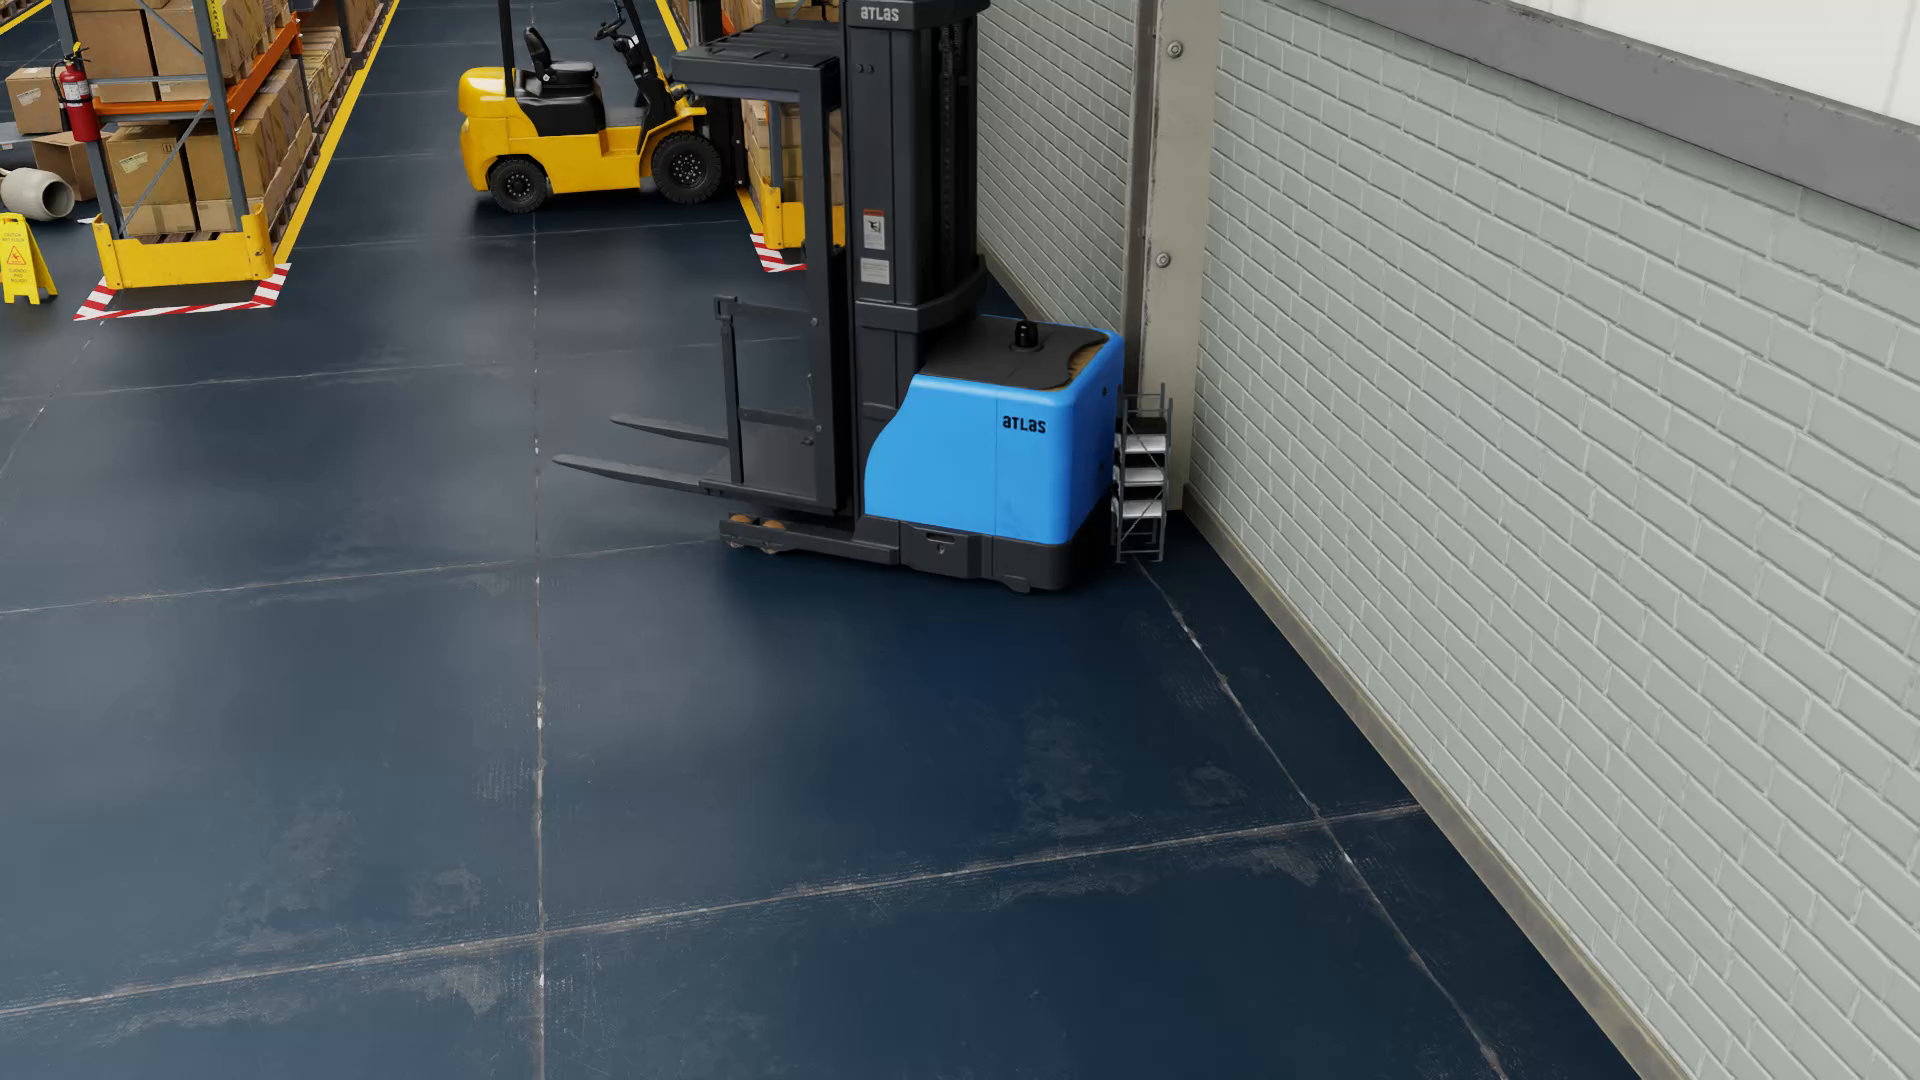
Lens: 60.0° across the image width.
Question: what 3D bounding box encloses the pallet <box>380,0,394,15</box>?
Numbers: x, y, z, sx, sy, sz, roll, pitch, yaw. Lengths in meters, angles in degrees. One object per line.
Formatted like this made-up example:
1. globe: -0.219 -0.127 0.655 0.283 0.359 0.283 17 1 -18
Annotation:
1. pallet: -8.655 -7.679 23.730 1.003 0.211 1.213 -6 27 -12

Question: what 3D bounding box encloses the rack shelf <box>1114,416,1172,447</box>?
1. rack shelf: 0.913 -0.545 8.305 0.258 0.077 0.200 -2 27 -3

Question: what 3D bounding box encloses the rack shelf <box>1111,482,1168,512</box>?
1. rack shelf: 0.913 -0.223 8.468 0.258 0.077 0.200 -2 27 -3

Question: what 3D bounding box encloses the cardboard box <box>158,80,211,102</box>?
1. cardboard box: -5.730 -3.372 12.381 0.380 0.149 0.250 -6 27 -11

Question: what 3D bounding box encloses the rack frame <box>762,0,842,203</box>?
1. rack frame: -1.020 -3.820 12.989 1.000 3.000 0.127 -6 27 -12

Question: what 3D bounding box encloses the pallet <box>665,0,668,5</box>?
1. pallet: -3.878 -8.145 24.652 1.003 0.211 1.213 -6 27 -12

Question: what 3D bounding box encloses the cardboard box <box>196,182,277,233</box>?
1. cardboard box: -5.768 -2.656 13.270 0.500 0.250 0.500 -6 27 -12

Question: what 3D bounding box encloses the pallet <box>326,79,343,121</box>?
1. pallet: -7.212 -4.704 17.835 1.003 0.211 1.213 -6 27 -12

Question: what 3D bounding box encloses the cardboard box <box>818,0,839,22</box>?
1. cardboard box: -0.861 -4.110 13.453 0.500 0.500 0.500 -5 27 -10

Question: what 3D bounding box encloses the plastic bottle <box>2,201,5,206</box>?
1. plastic bottle: -8.293 -3.002 14.629 0.133 0.061 0.283 -1 27 -3

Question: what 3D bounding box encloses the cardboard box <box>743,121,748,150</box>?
1. cardboard box: -1.674 -3.631 14.645 0.500 0.250 0.500 -7 28 -13

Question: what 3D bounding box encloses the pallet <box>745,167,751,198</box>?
1. pallet: -1.505 -3.441 15.333 1.003 0.211 1.213 -6 27 -12

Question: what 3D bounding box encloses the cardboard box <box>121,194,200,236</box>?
1. cardboard box: -6.305 -2.612 13.182 0.500 0.250 0.500 -6 27 -12

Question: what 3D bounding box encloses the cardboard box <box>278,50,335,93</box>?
1. cardboard box: -7.201 -4.935 17.649 0.950 0.372 0.625 -5 27 -10

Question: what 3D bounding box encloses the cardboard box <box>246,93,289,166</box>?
1. cardboard box: -6.001 -3.452 14.013 0.500 0.500 0.500 -5 27 -11

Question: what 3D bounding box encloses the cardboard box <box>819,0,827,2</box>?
1. cardboard box: -0.962 -4.431 13.370 0.380 0.149 0.250 -6 27 -12

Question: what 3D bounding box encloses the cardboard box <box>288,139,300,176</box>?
1. cardboard box: -6.122 -3.342 14.627 0.500 0.250 0.500 -6 27 -11

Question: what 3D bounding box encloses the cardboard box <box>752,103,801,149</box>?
1. cardboard box: -1.428 -3.397 13.627 0.500 0.250 0.500 -5 27 -10

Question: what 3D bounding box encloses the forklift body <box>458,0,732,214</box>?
1. forklift body: -3.225 -4.088 14.463 2.313 2.155 1.214 -6 27 -12

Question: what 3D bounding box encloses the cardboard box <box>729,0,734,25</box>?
1. cardboard box: -1.827 -4.950 15.117 0.500 0.500 0.500 -6 27 -12

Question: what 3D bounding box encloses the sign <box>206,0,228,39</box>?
1. sign: -5.327 -3.756 11.902 0.100 0.325 0.005 -6 27 -12

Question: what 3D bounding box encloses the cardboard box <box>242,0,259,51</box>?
1. cardboard box: -5.928 -4.178 13.258 0.500 0.500 0.500 -6 27 -13

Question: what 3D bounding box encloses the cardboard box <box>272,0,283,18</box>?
1. cardboard box: -6.292 -4.853 14.594 0.500 0.500 0.500 -5 27 -10

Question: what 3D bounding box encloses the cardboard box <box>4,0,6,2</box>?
1. cardboard box: -13.401 -7.470 22.918 0.380 0.149 0.250 -7 28 -13

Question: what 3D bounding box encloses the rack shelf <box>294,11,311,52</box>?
1. rack shelf: -7.208 -5.627 17.368 1.077 0.370 4.000 -6 27 -12

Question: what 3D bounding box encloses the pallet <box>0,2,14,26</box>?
1. pallet: -13.545 -7.082 22.546 1.003 0.211 1.213 -6 27 -12

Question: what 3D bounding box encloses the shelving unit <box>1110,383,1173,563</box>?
1. shelving unit: 0.913 -0.333 8.412 0.258 0.900 0.210 -2 27 -3

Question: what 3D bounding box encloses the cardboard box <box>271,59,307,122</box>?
1. cardboard box: -6.362 -4.133 15.362 0.500 0.500 0.500 -6 27 -12

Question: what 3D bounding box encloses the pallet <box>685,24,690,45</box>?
1. pallet: -2.955 -6.419 21.233 1.003 0.211 1.213 -6 27 -12

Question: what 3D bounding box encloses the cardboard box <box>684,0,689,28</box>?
1. cardboard box: -3.230 -6.788 21.178 0.500 0.500 0.500 -6 27 -12

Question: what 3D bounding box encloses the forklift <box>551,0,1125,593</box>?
1. forklift: -0.717 -1.449 8.369 3.031 2.935 1.130 10 28 18

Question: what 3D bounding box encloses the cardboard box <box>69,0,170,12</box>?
1. cardboard box: -6.183 -4.140 12.073 0.700 0.500 0.500 -7 28 -13

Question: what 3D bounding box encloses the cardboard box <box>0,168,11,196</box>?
1. cardboard box: -8.664 -3.274 14.942 0.396 0.266 0.258 19 32 32

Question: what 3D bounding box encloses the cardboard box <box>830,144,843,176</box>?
1. cardboard box: -0.924 -3.231 13.852 0.500 0.250 0.500 -5 27 -11

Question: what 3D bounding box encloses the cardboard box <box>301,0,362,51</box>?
1. cardboard box: -7.733 -6.377 19.947 0.875 0.875 0.875 -6 27 -12

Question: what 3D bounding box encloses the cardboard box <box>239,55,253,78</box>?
1. cardboard box: -5.794 -3.722 13.075 0.380 0.149 0.250 -6 27 -11

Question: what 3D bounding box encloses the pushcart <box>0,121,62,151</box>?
1. pushcart: -8.967 -3.646 15.555 1.648 0.377 0.936 -16 31 -29

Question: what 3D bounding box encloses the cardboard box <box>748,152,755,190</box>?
1. cardboard box: -1.537 -3.173 14.294 0.500 0.250 0.500 -6 27 -12

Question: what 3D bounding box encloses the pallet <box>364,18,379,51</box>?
1. pallet: -8.034 -6.470 21.334 1.003 0.211 1.213 -6 27 -12

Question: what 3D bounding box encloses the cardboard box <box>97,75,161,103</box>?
1. cardboard box: -6.148 -3.345 12.326 0.380 0.149 0.250 -5 27 -10

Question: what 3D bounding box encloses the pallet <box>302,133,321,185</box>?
1. pallet: -6.571 -3.534 15.518 1.003 0.211 1.213 -6 27 -12

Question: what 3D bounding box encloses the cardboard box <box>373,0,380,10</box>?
1. cardboard box: -8.342 -7.557 22.286 0.875 0.875 0.875 -5 27 -10

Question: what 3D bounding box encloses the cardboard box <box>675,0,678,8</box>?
1. cardboard box: -3.597 -7.472 22.533 0.500 0.500 0.500 -7 28 -13

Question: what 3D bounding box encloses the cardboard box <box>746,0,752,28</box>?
1. cardboard box: -1.495 -4.283 13.795 0.500 0.500 0.500 -5 27 -10

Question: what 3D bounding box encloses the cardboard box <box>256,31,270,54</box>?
1. cardboard box: -6.033 -4.178 13.977 0.380 0.149 0.250 -6 27 -11

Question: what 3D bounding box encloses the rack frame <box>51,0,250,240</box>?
1. rack frame: -5.855 -3.314 11.987 1.000 3.000 0.127 -6 27 -12

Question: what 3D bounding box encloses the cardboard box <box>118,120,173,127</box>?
1. cardboard box: -6.438 -3.378 13.147 0.380 0.149 0.250 -5 27 -10
